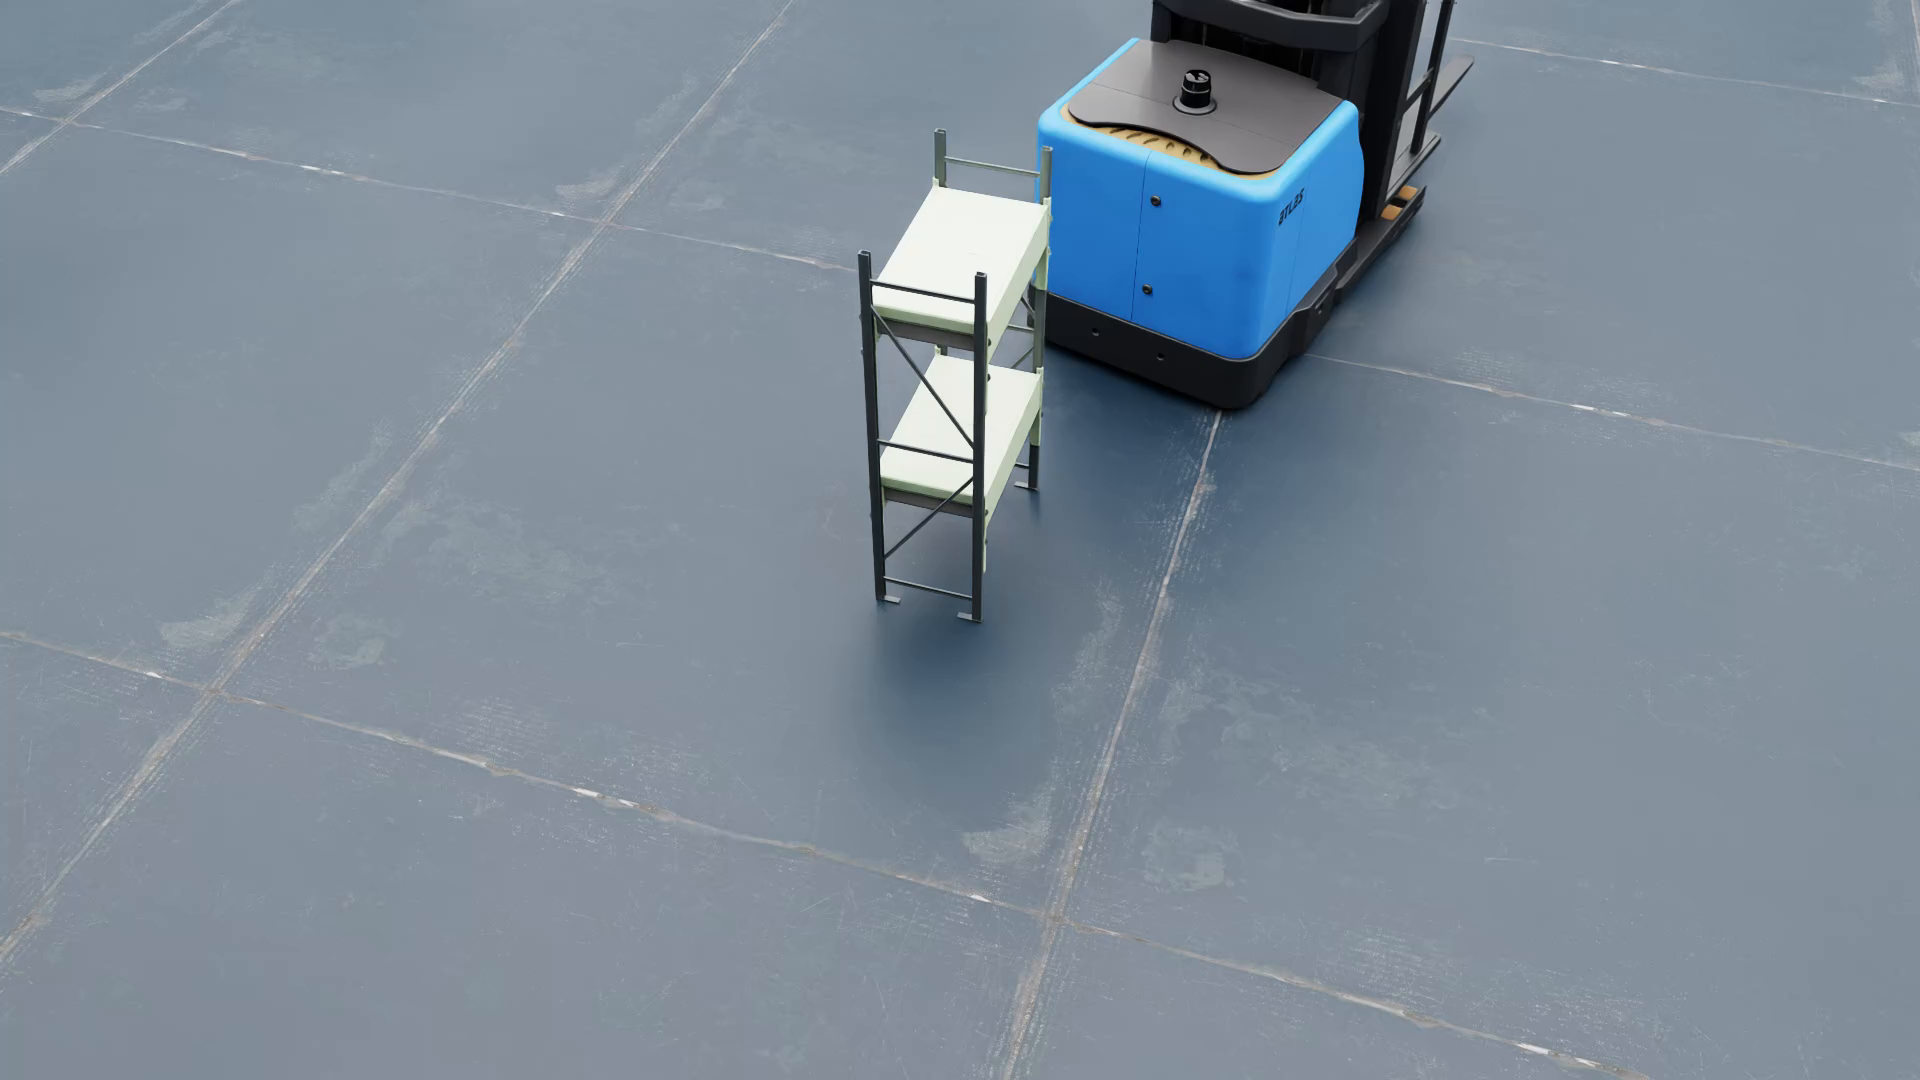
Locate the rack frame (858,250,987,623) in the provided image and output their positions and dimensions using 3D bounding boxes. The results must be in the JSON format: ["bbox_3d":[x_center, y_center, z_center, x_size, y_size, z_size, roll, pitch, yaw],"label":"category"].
[{"bbox_3d":[-0.113,-0.288,5.472,0.400,1.500,0.023,13,46,12],"label":"rack frame"}]

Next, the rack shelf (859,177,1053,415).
[{"bbox_3d":[-0.002,-0.811,5.448,0.431,0.370,0.720,13,46,12],"label":"rack shelf"}]

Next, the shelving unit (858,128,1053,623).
[{"bbox_3d":[-0.002,-0.532,5.721,0.431,1.500,0.755,13,46,12],"label":"shelving unit"}]

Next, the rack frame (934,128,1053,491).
[{"bbox_3d":[0.109,-0.776,5.970,0.400,1.500,0.023,13,46,12],"label":"rack frame"}]

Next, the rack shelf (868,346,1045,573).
[{"bbox_3d":[-0.002,-0.299,5.949,0.431,0.370,0.720,13,46,12],"label":"rack shelf"}]

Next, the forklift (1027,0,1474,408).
[{"bbox_3d":[1.507,-2.584,6.795,1.130,2.935,3.031,24,49,23],"label":"forklift"}]
